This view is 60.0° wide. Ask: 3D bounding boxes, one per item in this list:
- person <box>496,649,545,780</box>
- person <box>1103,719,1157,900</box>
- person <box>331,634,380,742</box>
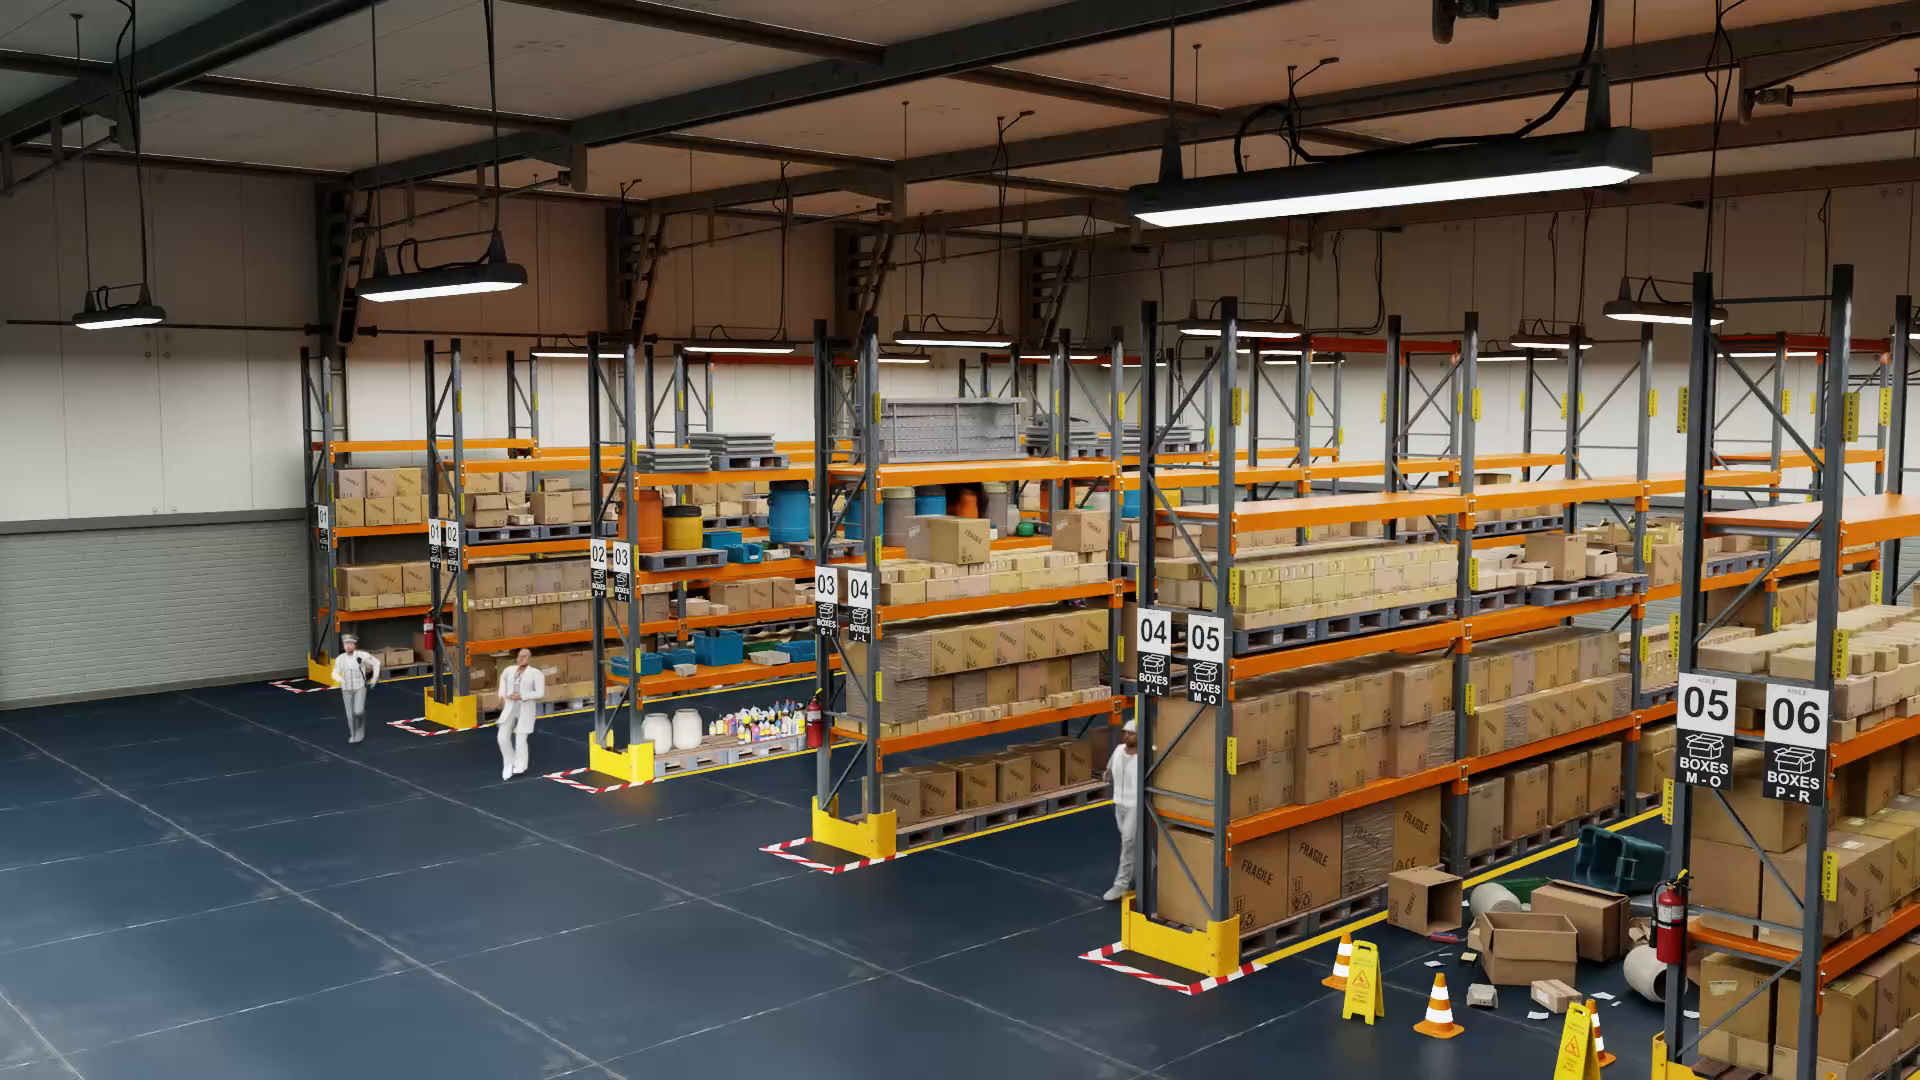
[{"bbox_3d":[-5.914,2.340,22.372,0.697,1.772,0.685,0,5,3],"label":"person"},{"bbox_3d":[1.777,2.735,17.173,0.984,1.778,0.680,-5,7,-43],"label":"person"},{"bbox_3d":[-8.847,2.183,24.327,0.627,1.646,0.762,-1,5,-7],"label":"person"}]
